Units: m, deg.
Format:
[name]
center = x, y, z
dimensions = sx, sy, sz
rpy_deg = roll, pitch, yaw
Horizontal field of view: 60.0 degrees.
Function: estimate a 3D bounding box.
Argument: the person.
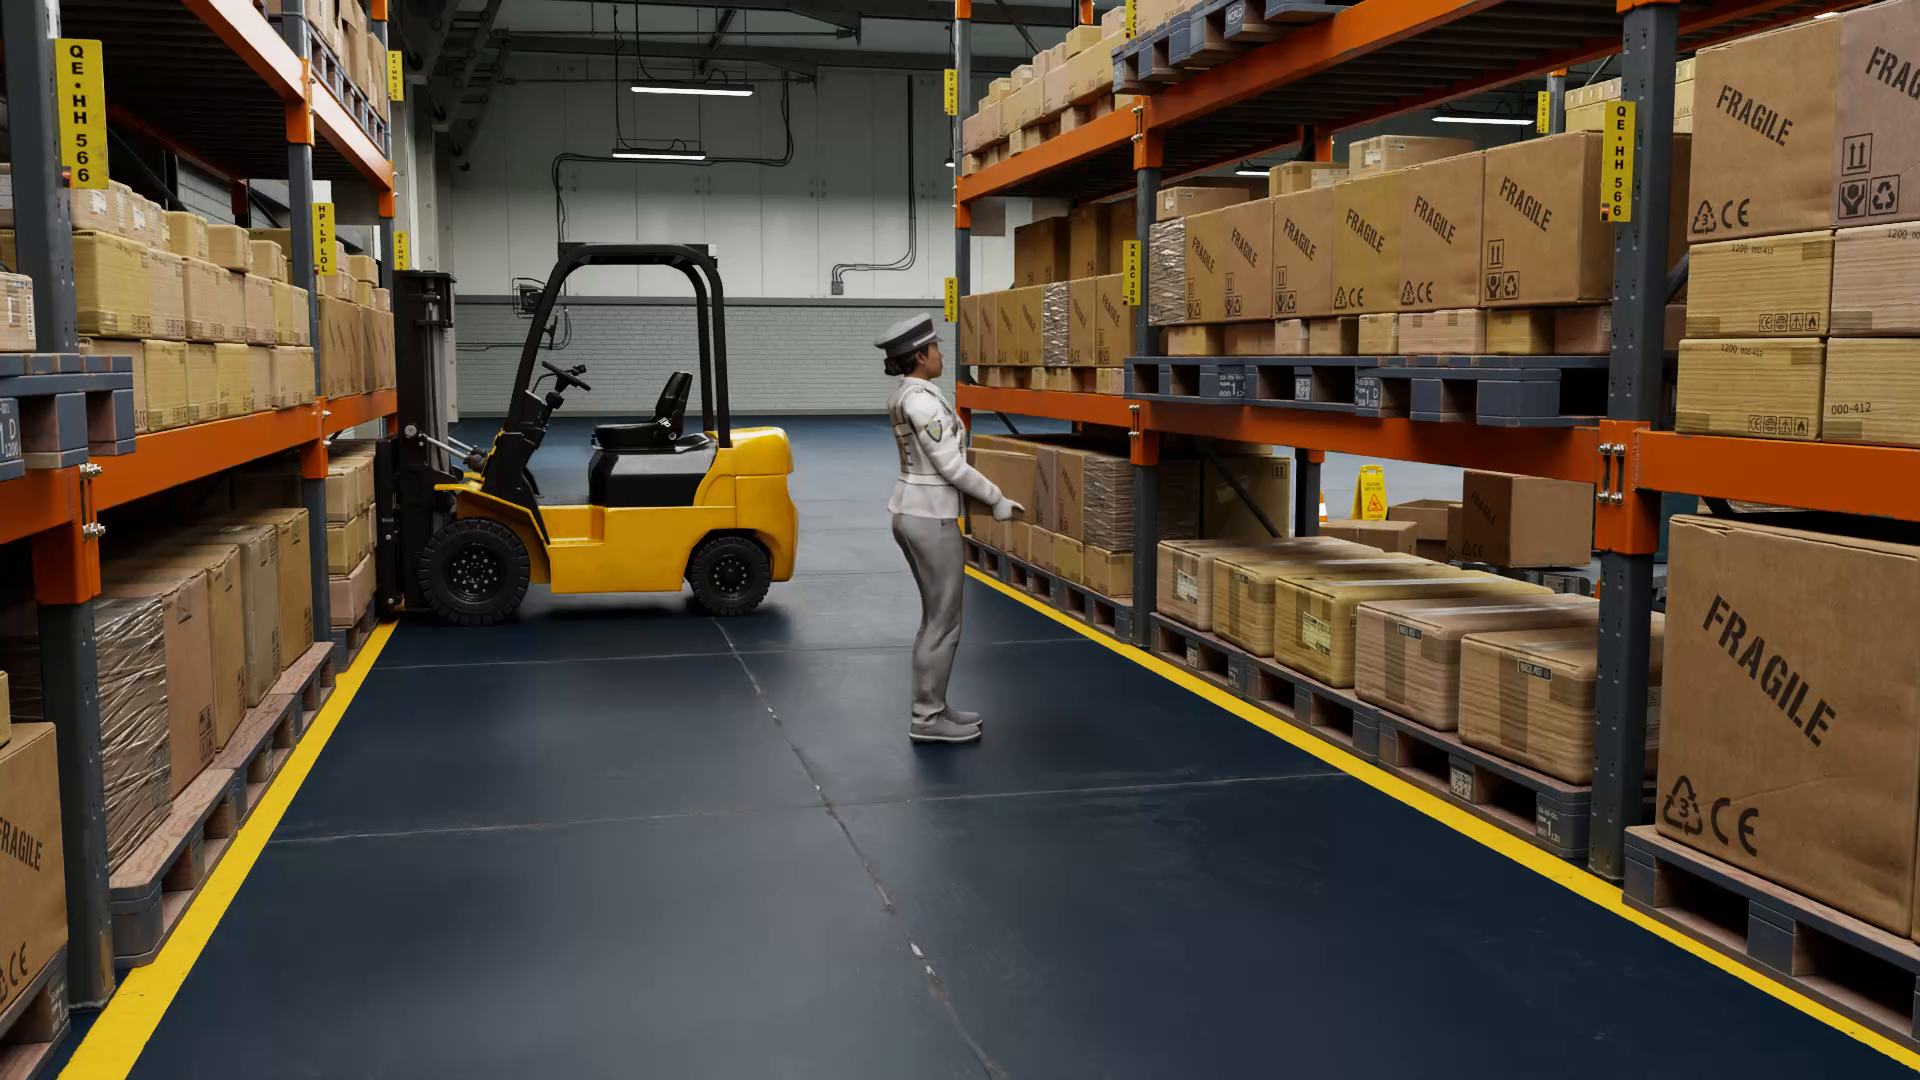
[person]
center = -0.053, -0.059, 6.600
dimensions = 0.563, 1.687, 0.461
rpy_deg = -2, 6, -14
